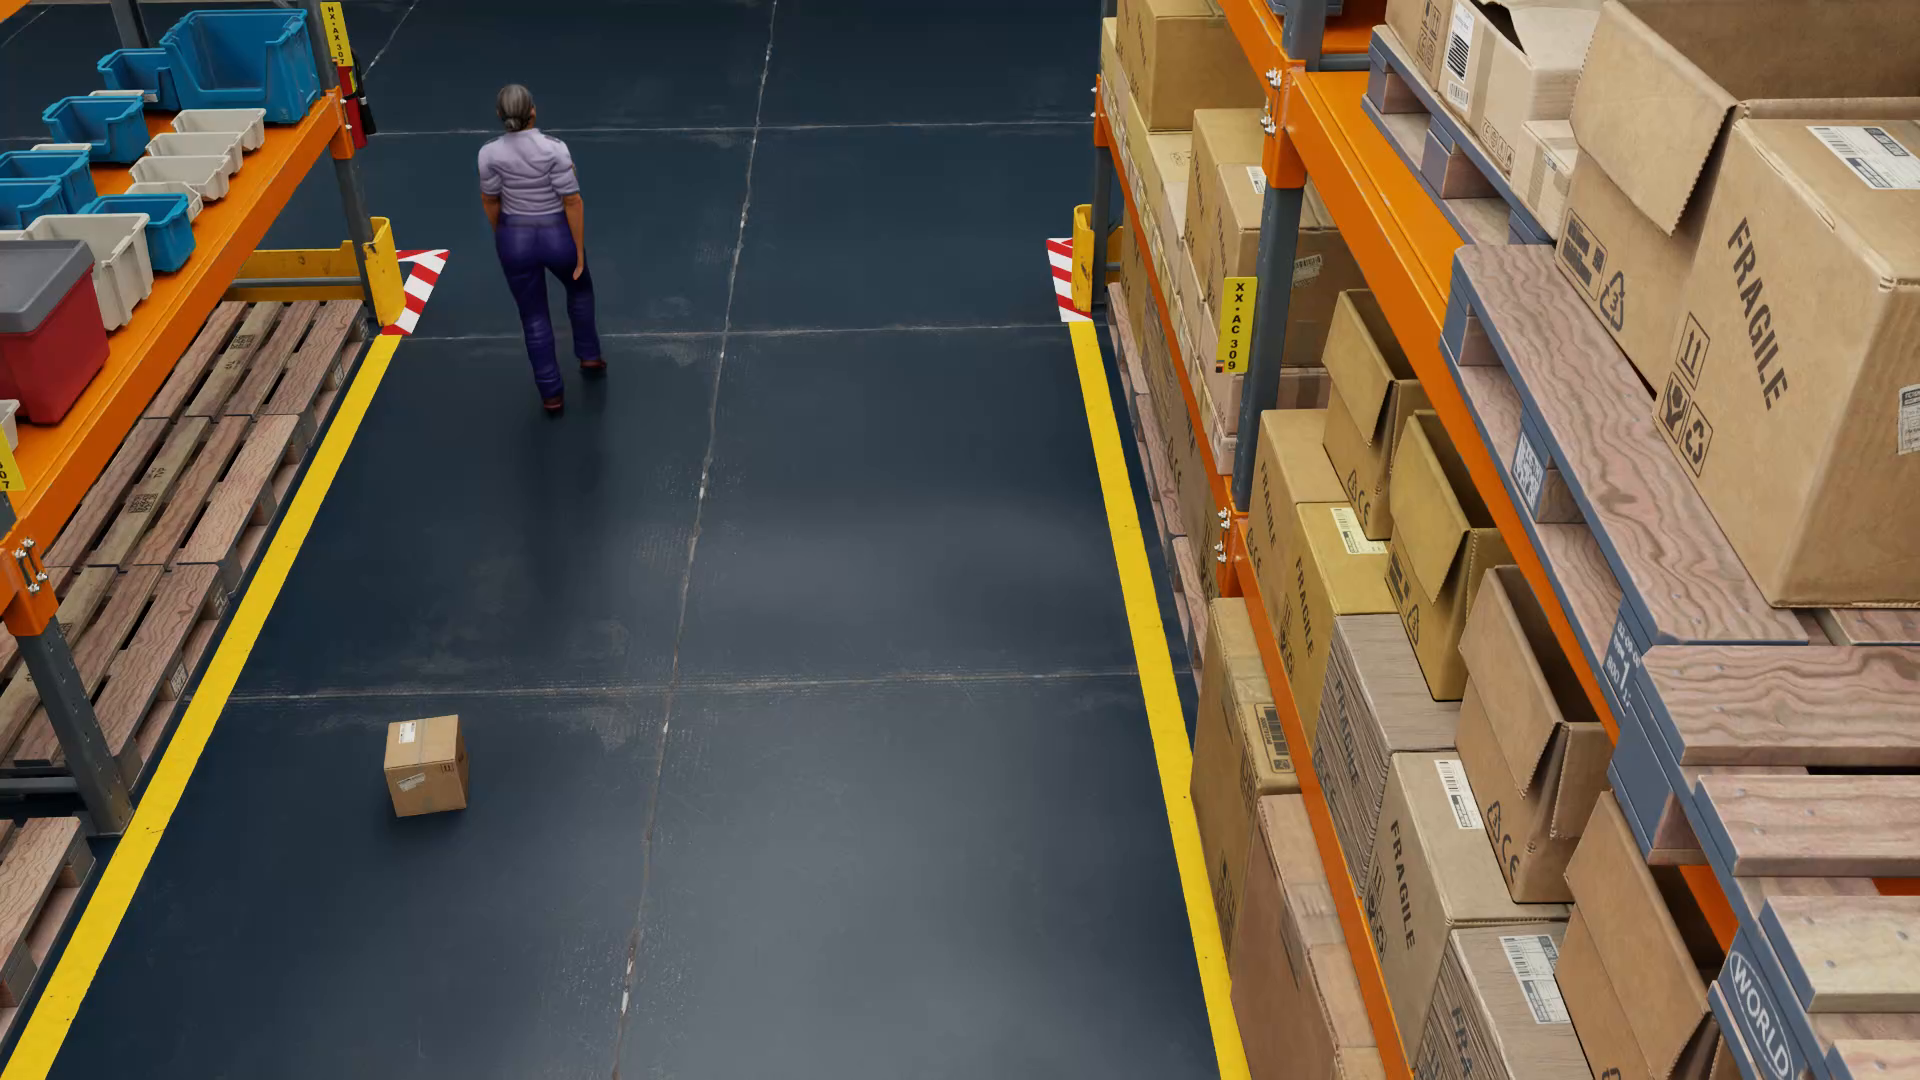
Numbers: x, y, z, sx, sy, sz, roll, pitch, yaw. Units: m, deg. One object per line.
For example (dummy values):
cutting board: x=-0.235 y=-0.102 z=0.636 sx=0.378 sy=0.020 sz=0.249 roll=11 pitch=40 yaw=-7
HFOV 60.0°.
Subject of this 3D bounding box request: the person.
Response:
person: x=-2.073 y=-1.447 z=8.223 sx=0.478 sy=1.710 sz=0.608 roll=-7 pitch=36 yaw=-9
